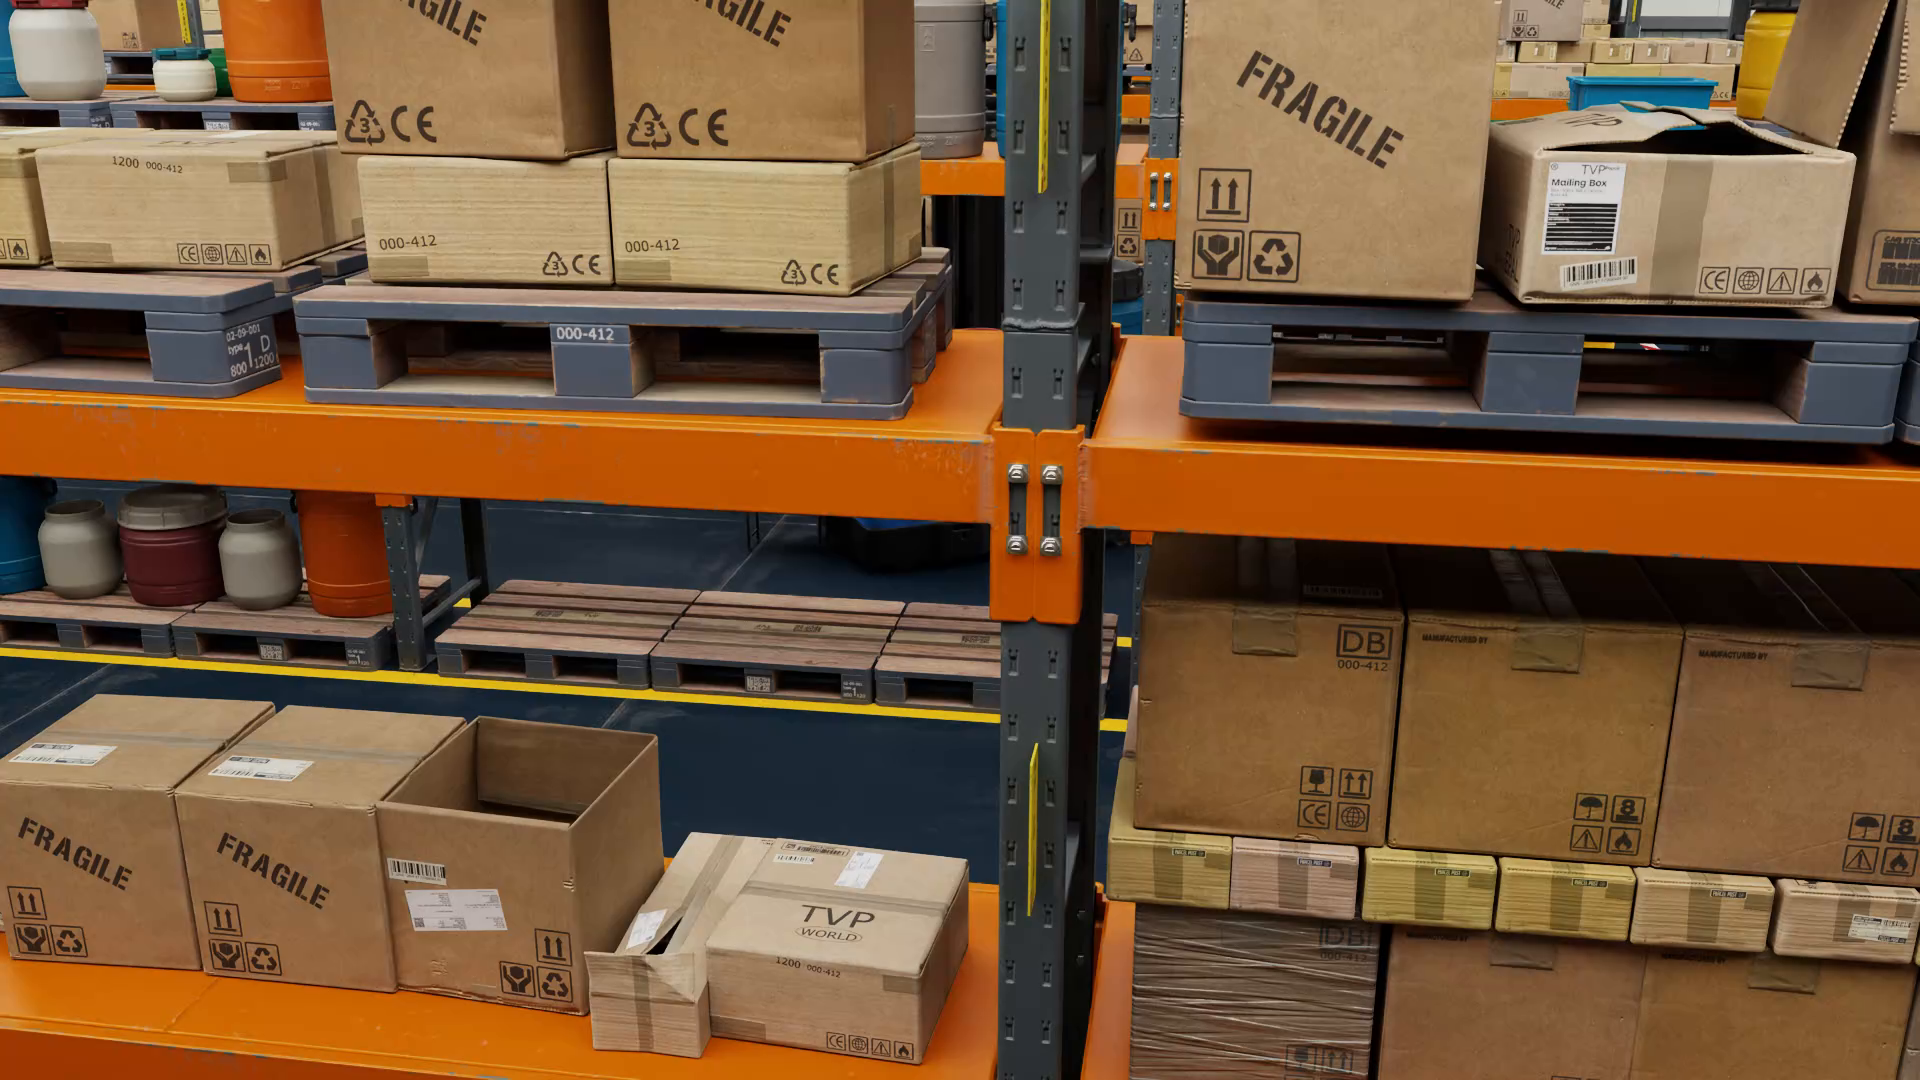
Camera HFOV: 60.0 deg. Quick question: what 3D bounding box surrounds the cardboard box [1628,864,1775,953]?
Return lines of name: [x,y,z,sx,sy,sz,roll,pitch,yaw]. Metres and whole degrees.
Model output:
cardboard box: [1.461,0.670,3.394,0.250,0.149,0.380,2,19,7]

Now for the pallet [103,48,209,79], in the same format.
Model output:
pallet: [-6.912,-4.031,14.036,1.213,0.211,1.003,3,19,9]

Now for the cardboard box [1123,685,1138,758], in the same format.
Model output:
cardboard box: [0.520,0.491,3.928,0.250,0.149,0.380,3,19,9]

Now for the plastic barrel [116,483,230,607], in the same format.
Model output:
plastic barrel: [-4.543,0.015,9.670,0.708,0.588,0.600,3,19,9]

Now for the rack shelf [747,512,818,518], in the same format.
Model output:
rack shelf: [-1.148,-0.266,11.046,0.480,0.148,0.258,3,19,9]

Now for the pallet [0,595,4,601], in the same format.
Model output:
pallet: [-6.137,0.320,10.015,1.213,0.211,1.003,3,19,9]

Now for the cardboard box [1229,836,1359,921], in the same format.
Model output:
cardboard box: [0.700,0.631,3.509,0.250,0.149,0.380,3,19,9]

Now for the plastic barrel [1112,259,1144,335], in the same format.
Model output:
plastic barrel: [0.673,-1.004,8.787,0.708,0.901,0.600,3,19,9]

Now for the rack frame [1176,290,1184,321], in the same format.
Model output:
rack frame: [1.792,-2.204,13.162,0.127,3.000,1.000,3,19,9]

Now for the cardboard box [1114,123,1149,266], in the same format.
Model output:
cardboard box: [1.030,-2.771,13.251,1.000,1.000,1.000,3,19,9]

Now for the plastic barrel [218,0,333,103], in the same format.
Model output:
plastic barrel: [-3.503,-2.708,8.603,0.708,0.830,0.600,3,19,9]

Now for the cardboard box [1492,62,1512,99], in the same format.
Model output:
cardboard box: [3.730,-3.375,12.171,0.500,0.250,0.500,3,19,8]

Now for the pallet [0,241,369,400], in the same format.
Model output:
pallet: [-1.943,-0.573,3.859,1.213,0.211,1.003,4,19,11]

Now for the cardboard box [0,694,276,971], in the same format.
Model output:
cardboard box: [-2.073,0.730,4.236,0.500,0.500,0.500,2,19,6]

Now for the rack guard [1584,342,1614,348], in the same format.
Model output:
rack guard: [6.652,-2.365,17.582,0.348,0.500,1.175,3,19,9]

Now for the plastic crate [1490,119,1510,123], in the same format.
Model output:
plastic crate: [2.521,-1.809,7.590,0.450,0.188,0.336,3,19,9]

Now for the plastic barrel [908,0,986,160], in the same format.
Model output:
plastic barrel: [-0.175,-2.303,7.941,0.600,0.901,0.600,0,18,0]

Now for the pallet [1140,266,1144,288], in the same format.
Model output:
pallet: [1.061,-2.197,13.444,1.213,0.211,1.003,3,19,9]

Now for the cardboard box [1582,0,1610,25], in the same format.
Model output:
cardboard box: [6.101,-5.227,16.419,0.500,0.250,0.500,3,19,9]

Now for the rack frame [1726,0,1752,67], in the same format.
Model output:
rack frame: [5.742,-4.847,11.608,0.127,3.000,1.000,3,19,9]

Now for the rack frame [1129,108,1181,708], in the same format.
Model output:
rack frame: [1.007,-0.652,8.524,0.127,3.000,1.000,3,19,9]

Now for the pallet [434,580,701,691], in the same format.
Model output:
pallet: [-2.184,0.520,9.416,1.213,0.211,1.003,3,19,9]

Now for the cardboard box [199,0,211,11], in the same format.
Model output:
cardboard box: [-8.380,-5.991,18.575,0.250,0.149,0.380,3,19,9]

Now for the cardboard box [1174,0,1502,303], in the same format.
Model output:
cardboard box: [0.673,-0.728,2.984,0.500,0.500,0.500,4,19,13]

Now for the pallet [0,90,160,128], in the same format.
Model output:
pallet: [-4.982,-2.323,9.087,1.213,0.211,1.003,3,19,9]

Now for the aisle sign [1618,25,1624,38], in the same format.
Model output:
aisle sign: [6.746,-4.874,17.047,0.004,0.787,0.394,3,19,9]

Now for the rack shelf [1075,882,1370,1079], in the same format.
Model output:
rack shelf: [2.192,1.341,3.700,4.000,0.370,1.077,3,19,9]

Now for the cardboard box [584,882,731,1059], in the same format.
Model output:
cardboard box: [-0.680,0.977,3.869,0.258,0.266,0.396,2,19,7]

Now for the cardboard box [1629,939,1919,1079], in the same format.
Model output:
cardboard box: [1.673,0.924,3.658,0.500,0.500,0.700,3,19,9]

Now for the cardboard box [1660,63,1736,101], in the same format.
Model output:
cardboard box: [5.225,-3.298,11.943,0.500,0.250,0.500,3,19,10]

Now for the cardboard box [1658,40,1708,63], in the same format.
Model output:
cardboard box: [5.180,-3.509,11.943,0.250,0.149,0.380,2,19,7]

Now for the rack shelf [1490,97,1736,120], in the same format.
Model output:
rack shelf: [3.767,-3.184,12.499,4.000,0.370,1.077,3,19,9]

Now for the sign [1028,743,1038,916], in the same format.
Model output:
sign: [0.141,0.559,3.206,0.005,0.325,0.100,3,19,9]

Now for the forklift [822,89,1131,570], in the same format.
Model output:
forklift: [0.620,-1.481,11.111,3.031,2.935,1.130,-7,20,-21]

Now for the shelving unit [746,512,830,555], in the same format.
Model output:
shelving unit: [-1.148,-0.518,10.962,0.503,1.200,0.258,3,19,9]

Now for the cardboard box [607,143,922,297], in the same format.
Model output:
cardboard box: [-0.389,-0.685,3.470,0.500,0.250,0.500,5,19,14]

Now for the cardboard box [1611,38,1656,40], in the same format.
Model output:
cardboard box: [4.997,-3.647,12.355,0.250,0.149,0.380,3,19,8]

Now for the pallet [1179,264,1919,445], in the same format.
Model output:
pallet: [1.064,-0.446,3.321,1.213,0.211,1.003,3,19,9]

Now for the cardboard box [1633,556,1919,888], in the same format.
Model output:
cardboard box: [1.650,0.308,3.454,0.500,0.500,0.700,3,19,9]

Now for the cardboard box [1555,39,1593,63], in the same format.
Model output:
cardboard box: [4.416,-3.545,12.051,0.250,0.149,0.380,3,19,9]

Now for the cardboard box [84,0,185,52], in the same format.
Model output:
cardboard box: [-6.889,-4.343,13.852,0.500,0.500,0.700,2,19,5]

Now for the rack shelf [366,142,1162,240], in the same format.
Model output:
rack shelf: [-0.968,-1.834,8.463,4.000,0.370,1.077,3,19,9]

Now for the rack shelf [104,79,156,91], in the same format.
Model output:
rack shelf: [-8.081,-3.788,14.304,4.000,0.370,1.077,3,19,9]

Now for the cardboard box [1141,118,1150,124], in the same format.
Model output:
cardboard box: [2.188,-4.297,17.685,0.500,0.500,0.700,3,19,8]

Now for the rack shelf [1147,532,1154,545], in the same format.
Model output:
rack shelf: [2.981,-0.210,8.338,4.000,0.370,1.077,3,19,9]

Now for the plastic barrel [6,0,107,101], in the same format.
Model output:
plastic barrel: [-4.717,-2.581,8.687,0.433,0.535,0.433,0,18,0]

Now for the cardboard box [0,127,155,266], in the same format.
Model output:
cardboard box: [-2.192,-0.794,3.796,0.500,0.250,0.500,3,19,8]

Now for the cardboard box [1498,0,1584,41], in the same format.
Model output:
cardboard box: [4.171,-3.849,11.938,0.500,0.500,0.500,3,19,9]
